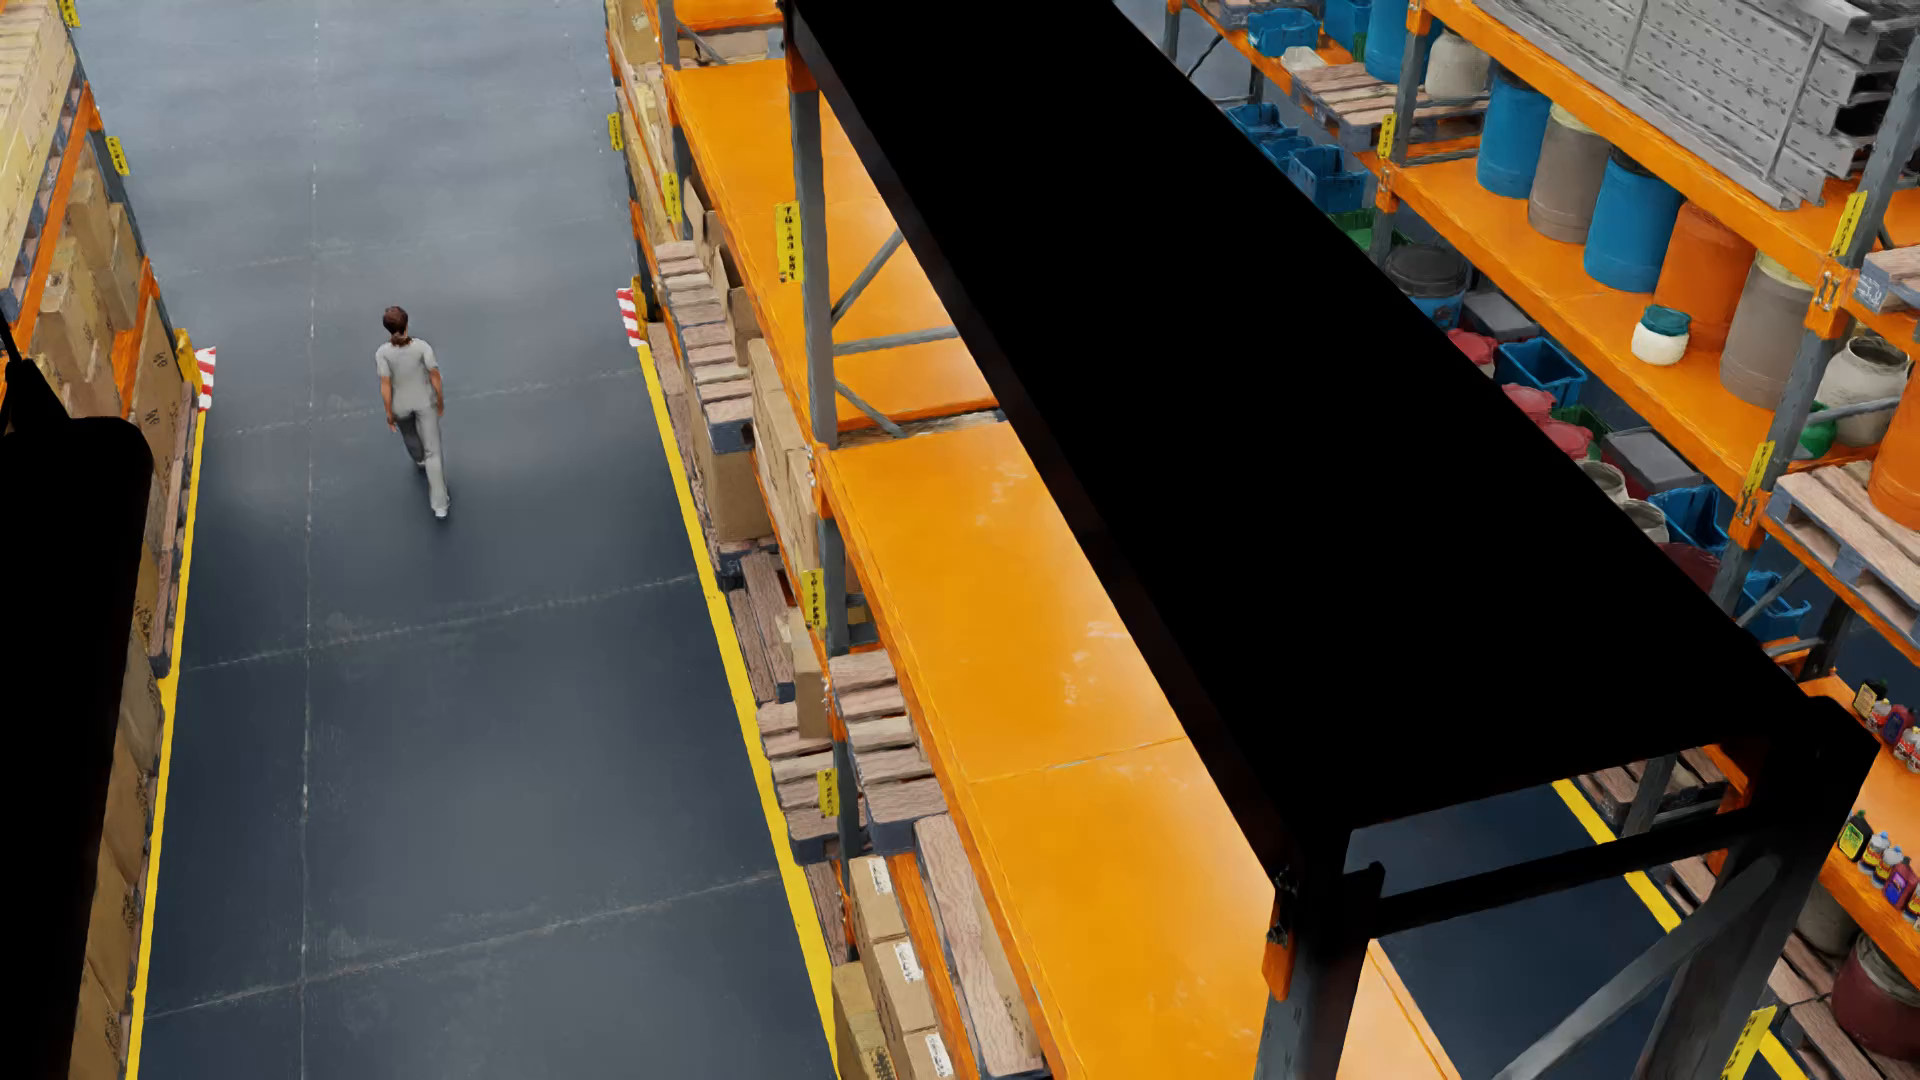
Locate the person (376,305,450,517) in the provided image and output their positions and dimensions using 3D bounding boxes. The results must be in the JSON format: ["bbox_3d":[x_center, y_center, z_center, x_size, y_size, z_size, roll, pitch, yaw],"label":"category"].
[{"bbox_3d":[-4.217,-1.085,12.891,0.446,1.587,1.110,-9,39,-11],"label":"person"}]
